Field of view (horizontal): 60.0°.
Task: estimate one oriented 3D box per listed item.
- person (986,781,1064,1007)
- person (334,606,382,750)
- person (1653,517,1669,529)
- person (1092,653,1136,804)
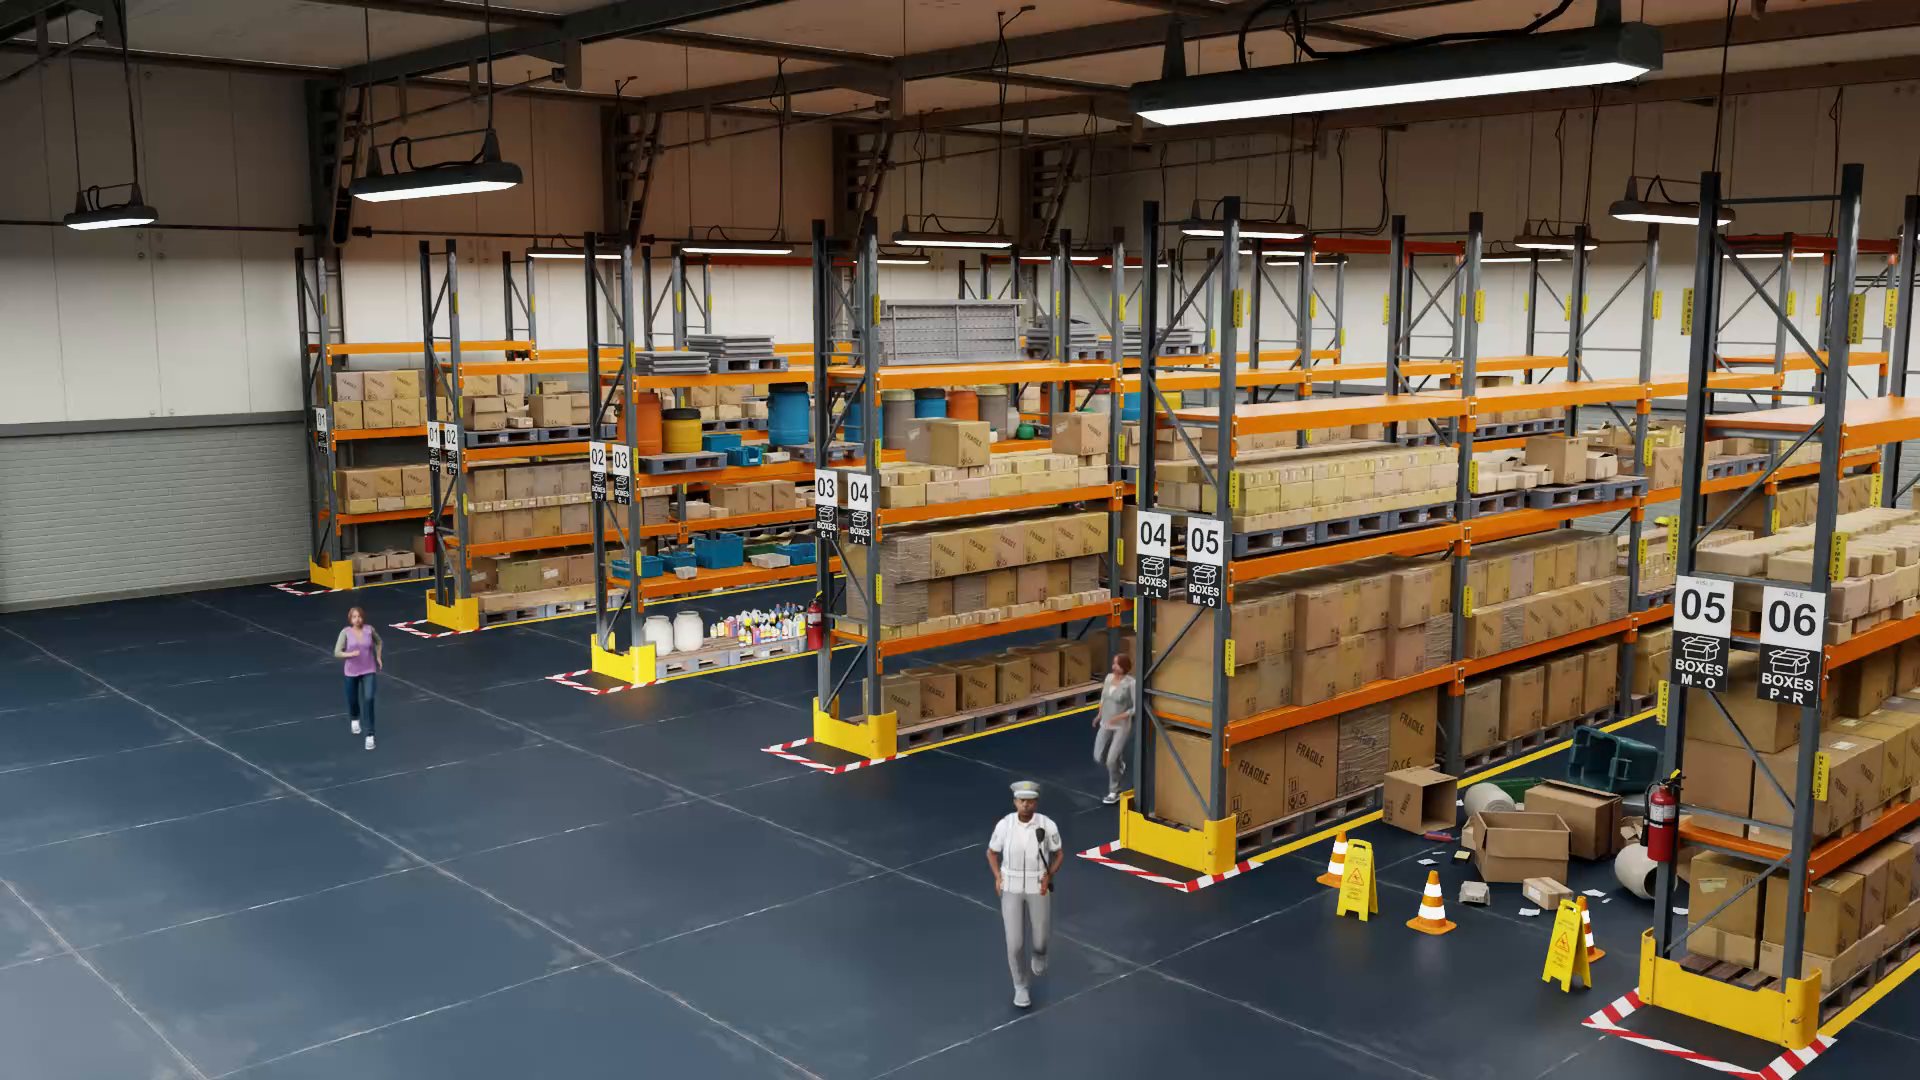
[{"bbox_3d":[0.477,2.561,12.301,0.576,1.651,0.601,1,8,4],"label":"person"},{"bbox_3d":[-6.928,1.563,19.207,0.534,1.569,0.883,-3,9,-22],"label":"person"},{"bbox_3d":[10.990,0.502,26.042,0.863,1.761,0.687,-6,10,-37],"label":"person"},{"bbox_3d":[1.595,1.919,17.020,0.526,1.545,0.521,7,11,39],"label":"person"}]
